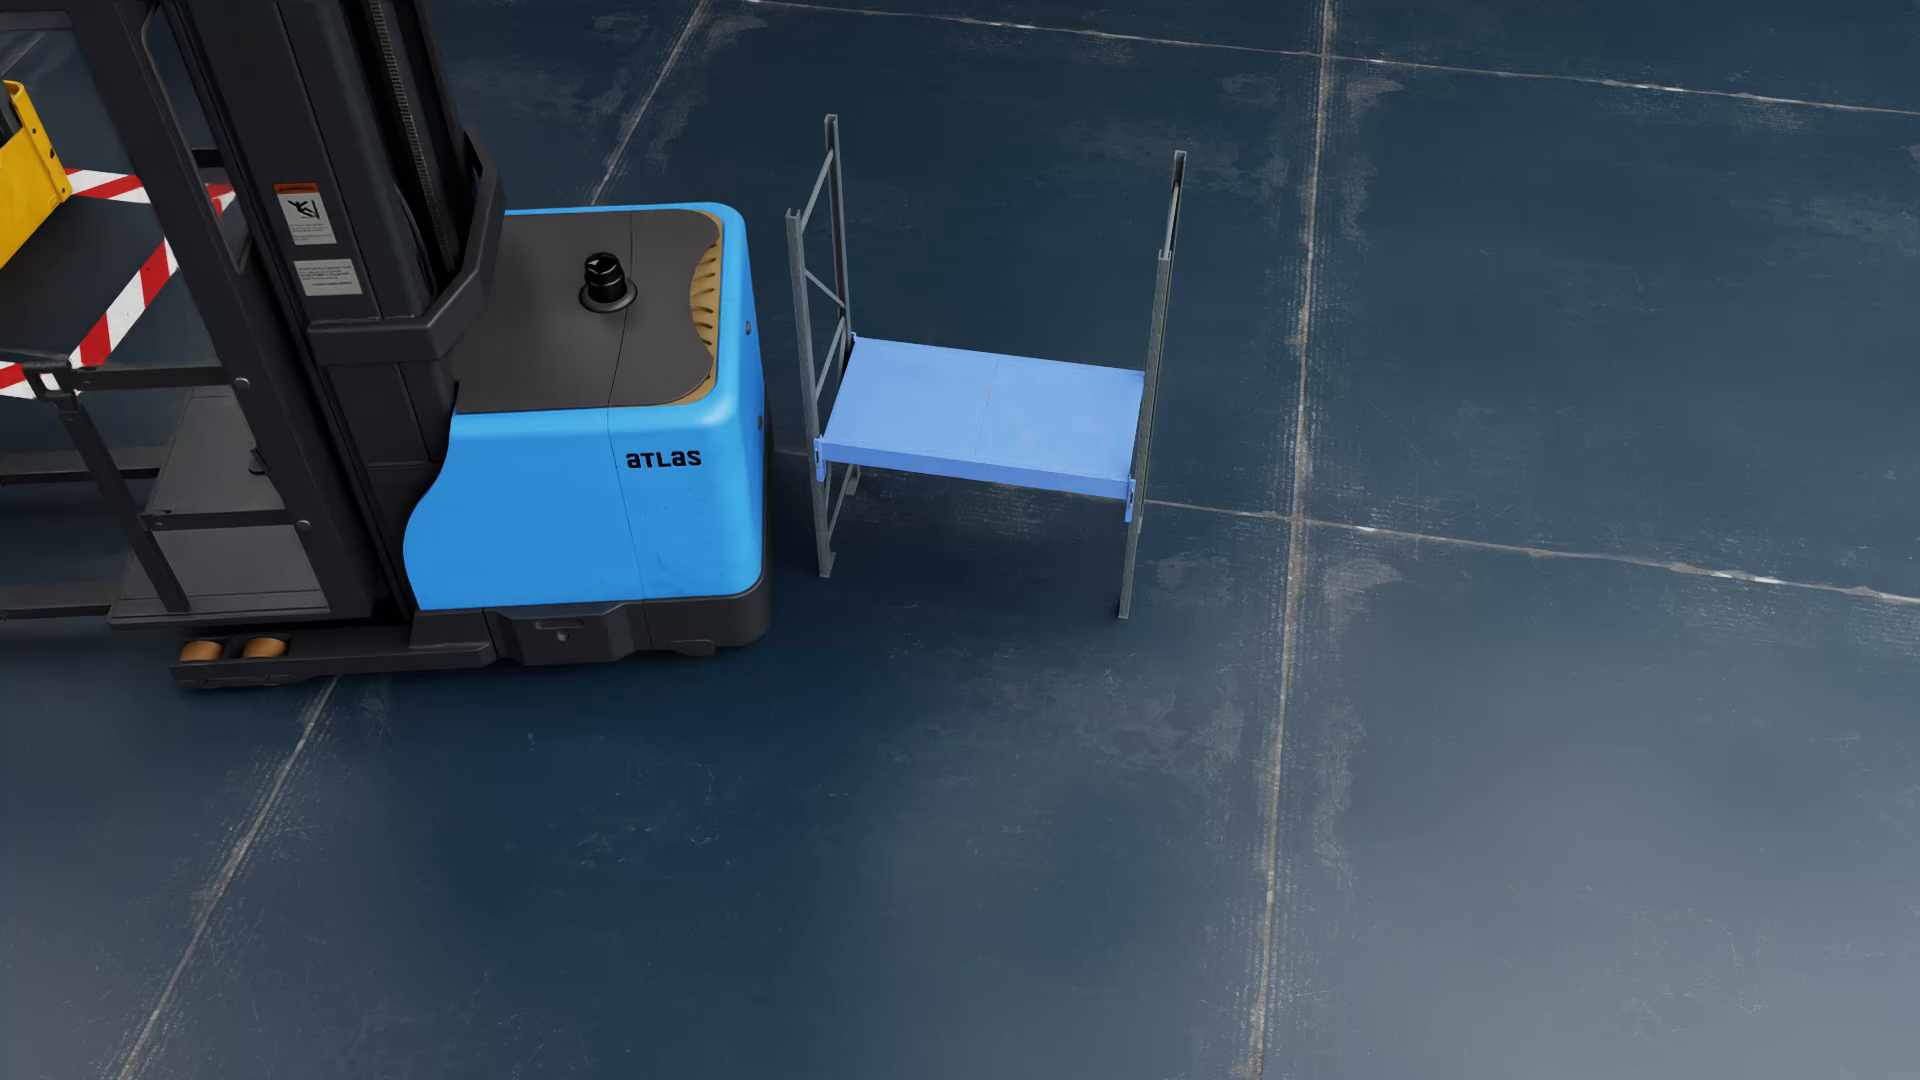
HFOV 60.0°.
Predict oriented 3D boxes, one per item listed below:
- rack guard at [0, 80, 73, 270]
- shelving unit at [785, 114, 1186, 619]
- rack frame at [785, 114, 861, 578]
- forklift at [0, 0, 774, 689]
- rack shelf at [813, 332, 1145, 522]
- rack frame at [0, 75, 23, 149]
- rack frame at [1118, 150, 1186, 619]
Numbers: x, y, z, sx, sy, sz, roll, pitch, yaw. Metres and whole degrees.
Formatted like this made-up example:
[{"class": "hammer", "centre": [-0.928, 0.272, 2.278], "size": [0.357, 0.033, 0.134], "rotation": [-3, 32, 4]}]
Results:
[{"class": "rack guard", "centre": [-4.043, -1.279, 6.563], "size": [0.348, 0.500, 1.175], "rotation": [8, 49, 7]}, {"class": "shelving unit", "centre": [0.084, -0.490, 5.182], "size": [1.048, 1.500, 0.538], "rotation": [8, 49, 7]}, {"class": "rack frame", "centre": [-0.416, -0.557, 5.242], "size": [0.032, 1.500, 0.500], "rotation": [8, 49, 7]}, {"class": "forklift", "centre": [-2.154, -0.912, 4.599], "size": [3.031, 2.935, 1.130], "rotation": [-3, 48, -2]}, {"class": "rack shelf", "centre": [0.084, -0.370, 5.316], "size": [1.000, 0.185, 0.538], "rotation": [8, 49, 7]}, {"class": "rack frame", "centre": [-3.968, -2.105, 5.624], "size": [0.127, 3.000, 1.000], "rotation": [8, 49, 7]}, {"class": "rack frame", "centre": [0.584, -0.423, 5.122], "size": [0.032, 1.500, 0.500], "rotation": [8, 49, 7]}]
